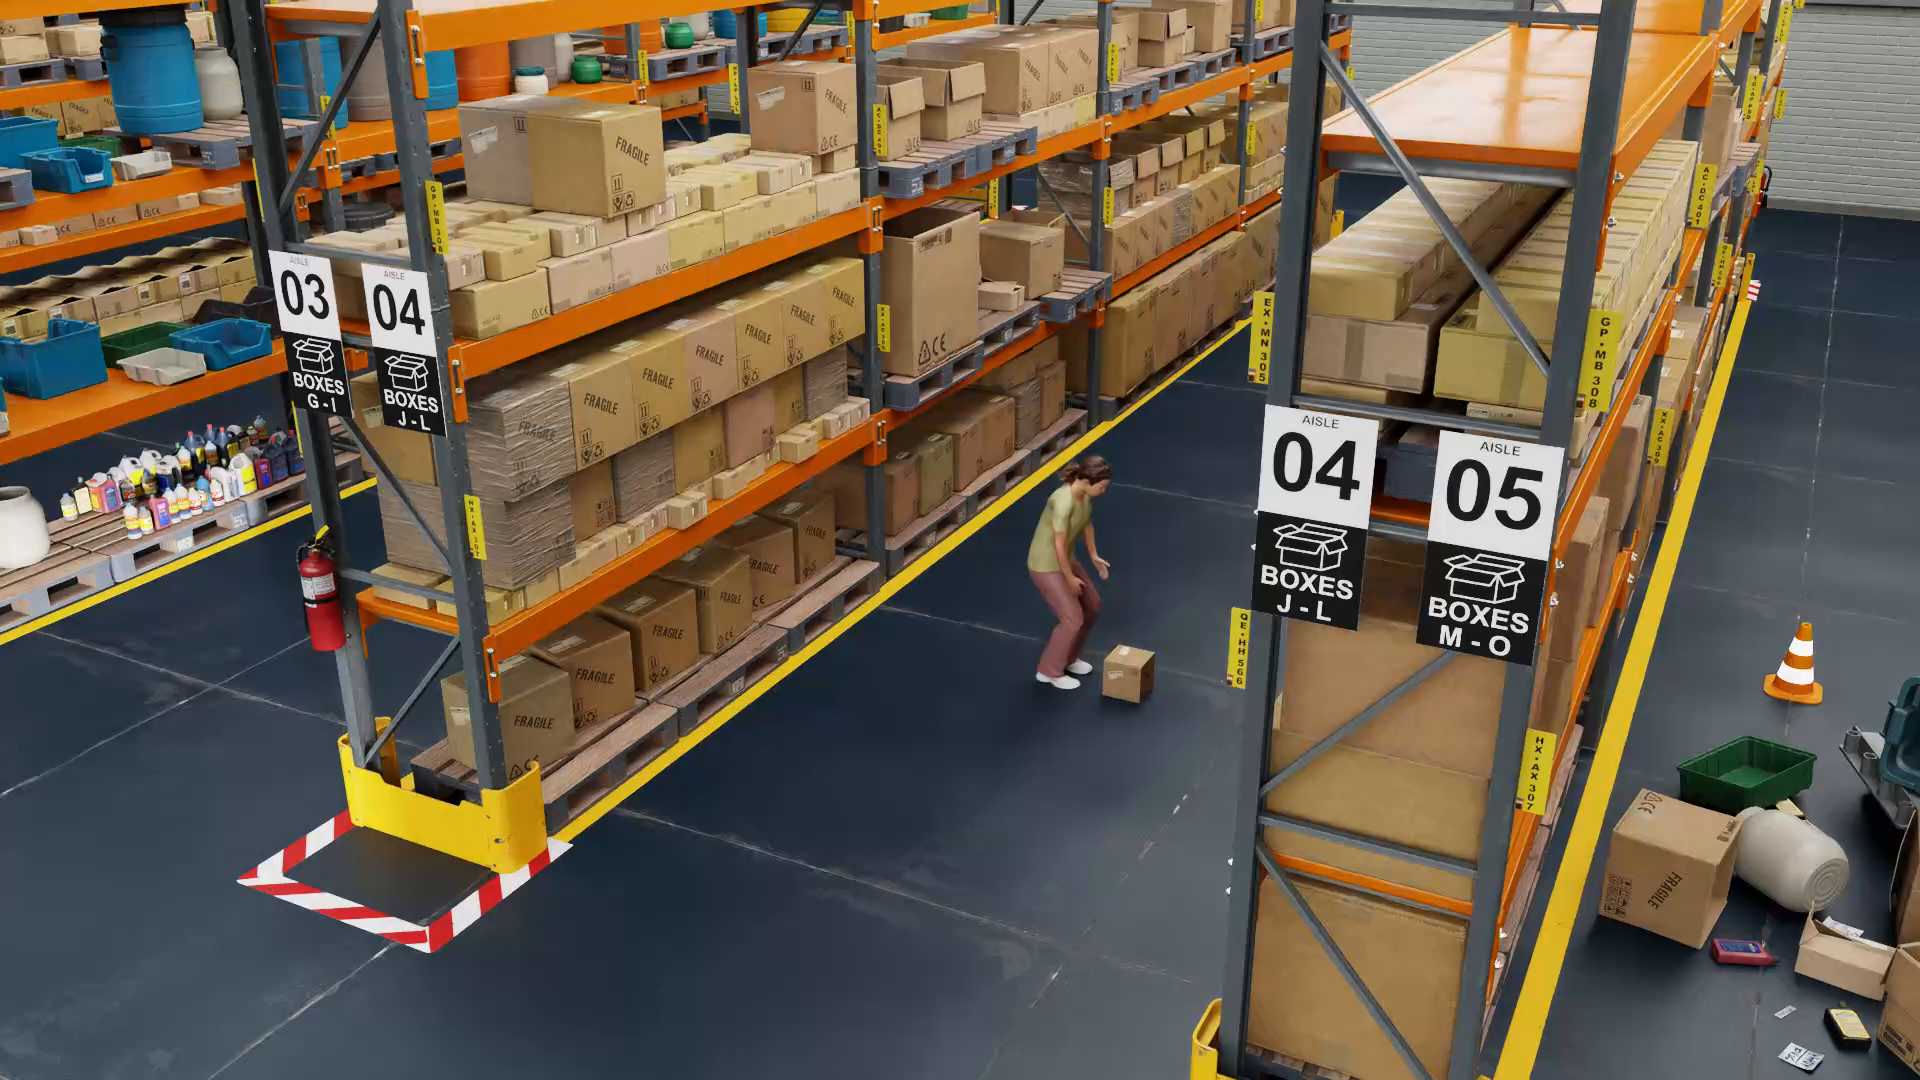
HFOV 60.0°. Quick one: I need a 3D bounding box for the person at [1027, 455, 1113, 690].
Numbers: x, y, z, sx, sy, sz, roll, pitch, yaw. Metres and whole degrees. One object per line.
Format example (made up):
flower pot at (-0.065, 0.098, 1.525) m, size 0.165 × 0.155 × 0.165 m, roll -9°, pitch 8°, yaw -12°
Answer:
person at (0.701, 0.171, 10.519) m, size 0.510 × 1.537 × 0.494 m, roll 12°, pitch 25°, yaw 25°
